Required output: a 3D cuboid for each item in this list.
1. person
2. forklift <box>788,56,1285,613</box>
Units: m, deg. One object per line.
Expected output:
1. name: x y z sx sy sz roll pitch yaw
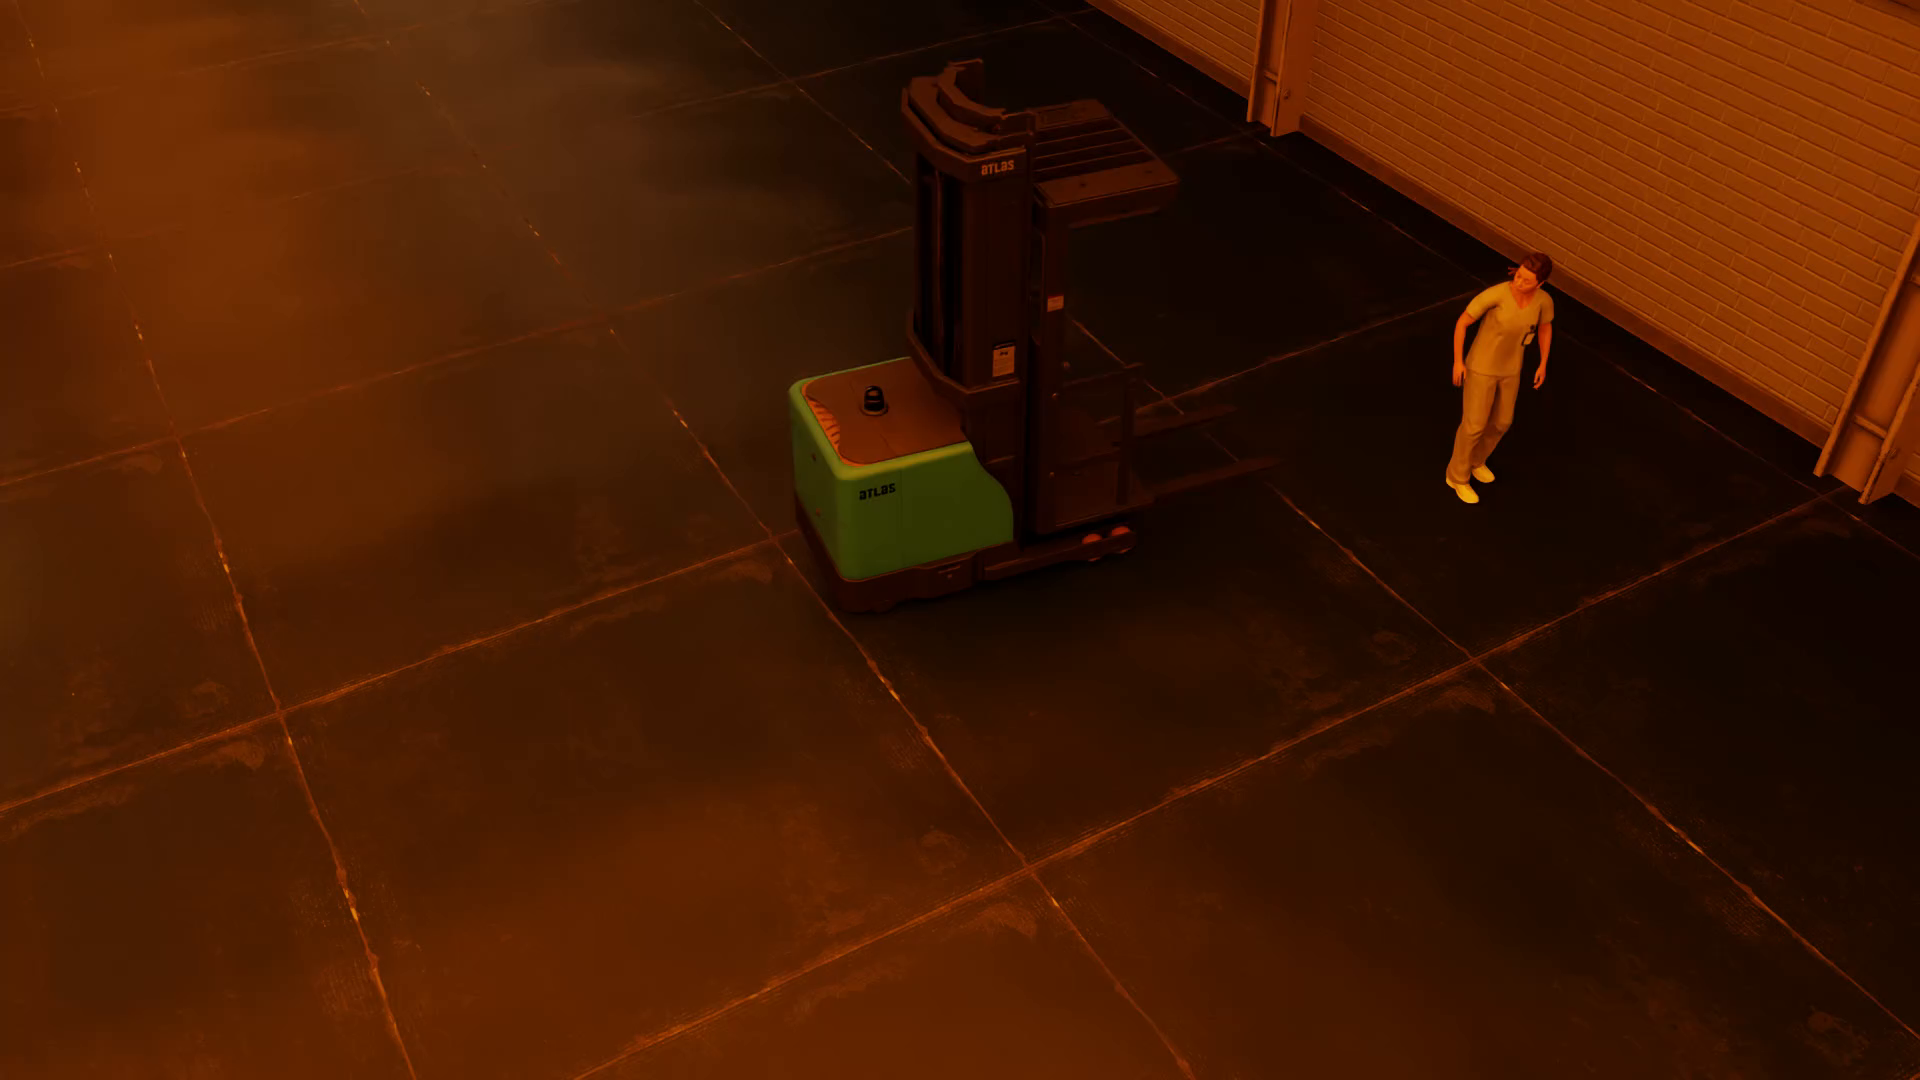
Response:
1. person: 3.347 -1.017 10.264 0.644 1.655 0.479 -10 41 -12
2. forklift: 0.543 -1.299 9.603 3.031 2.935 1.130 -14 42 -17
